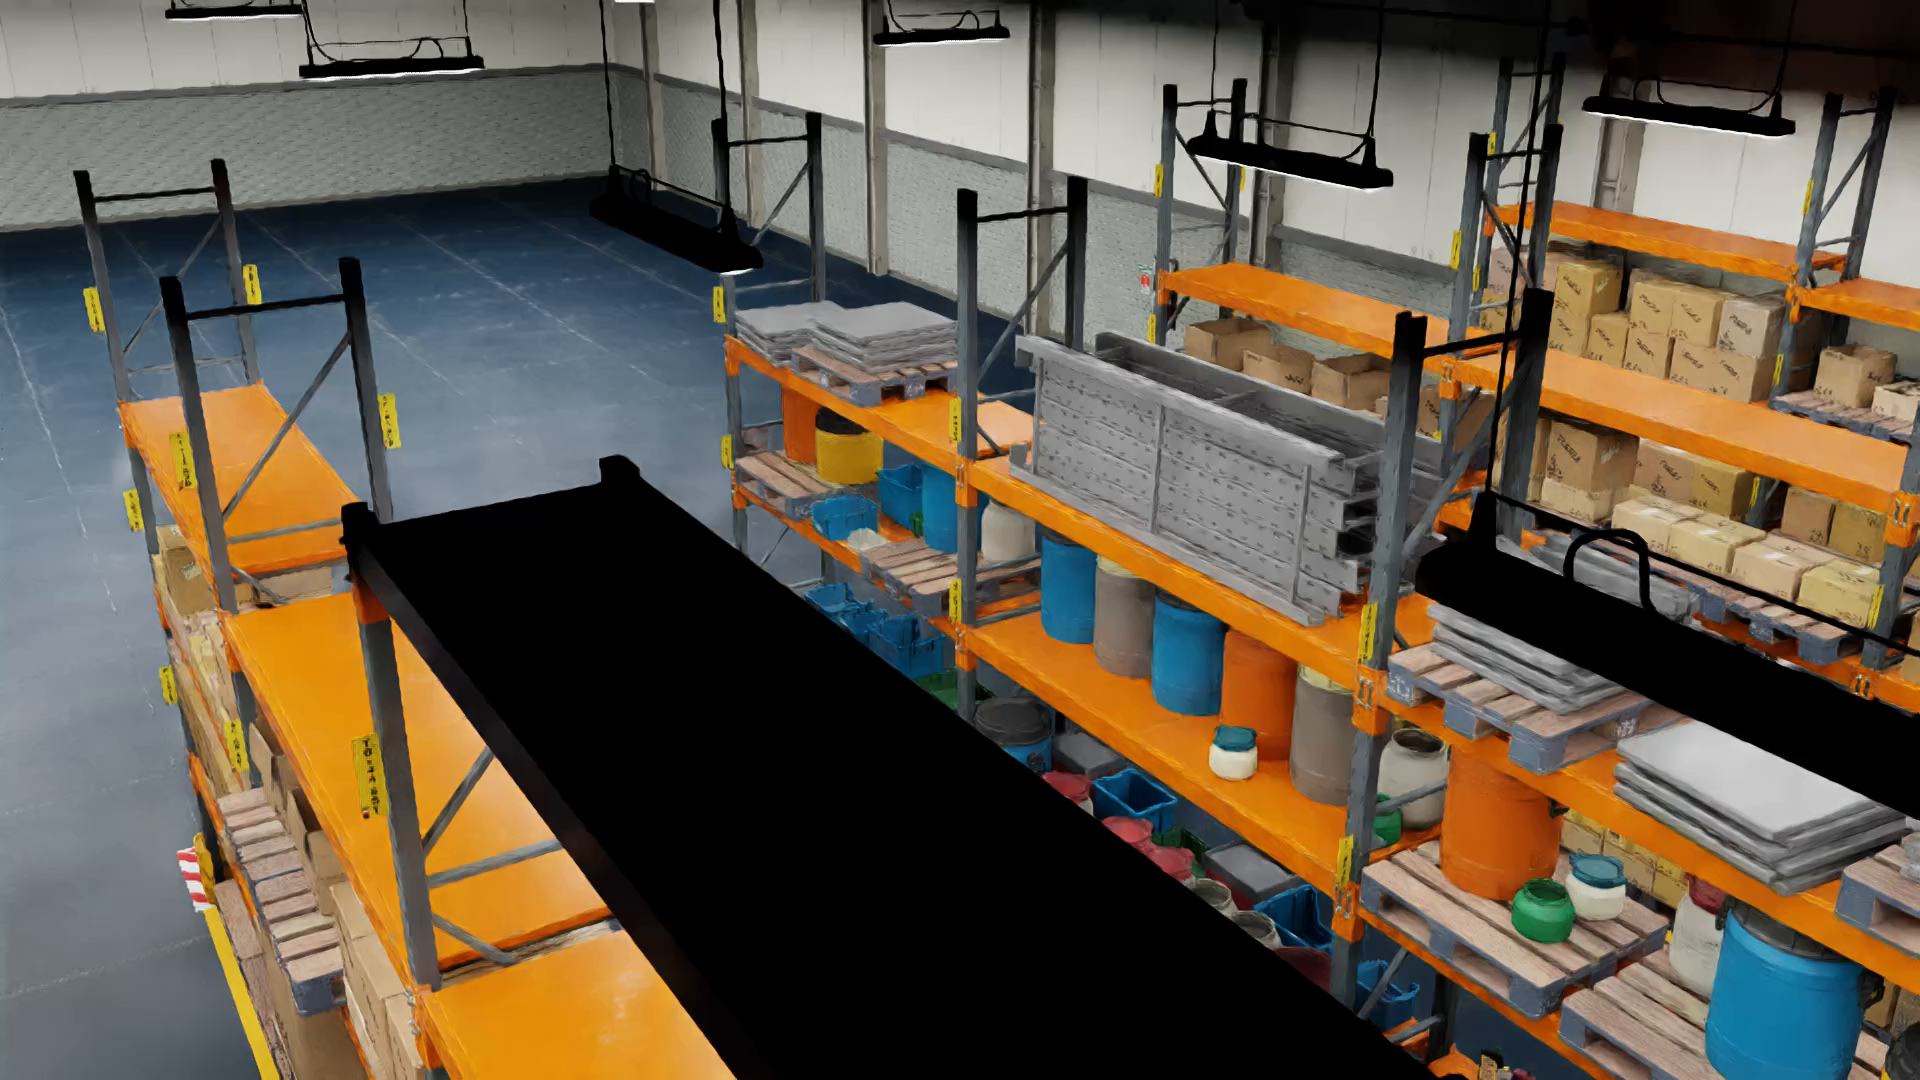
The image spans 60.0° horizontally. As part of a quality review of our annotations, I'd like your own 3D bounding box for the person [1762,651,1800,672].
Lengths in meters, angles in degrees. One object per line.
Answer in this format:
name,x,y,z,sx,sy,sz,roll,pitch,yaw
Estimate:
person,8.052,1.221,16.151,0.587,1.643,0.662,-18,28,-37
